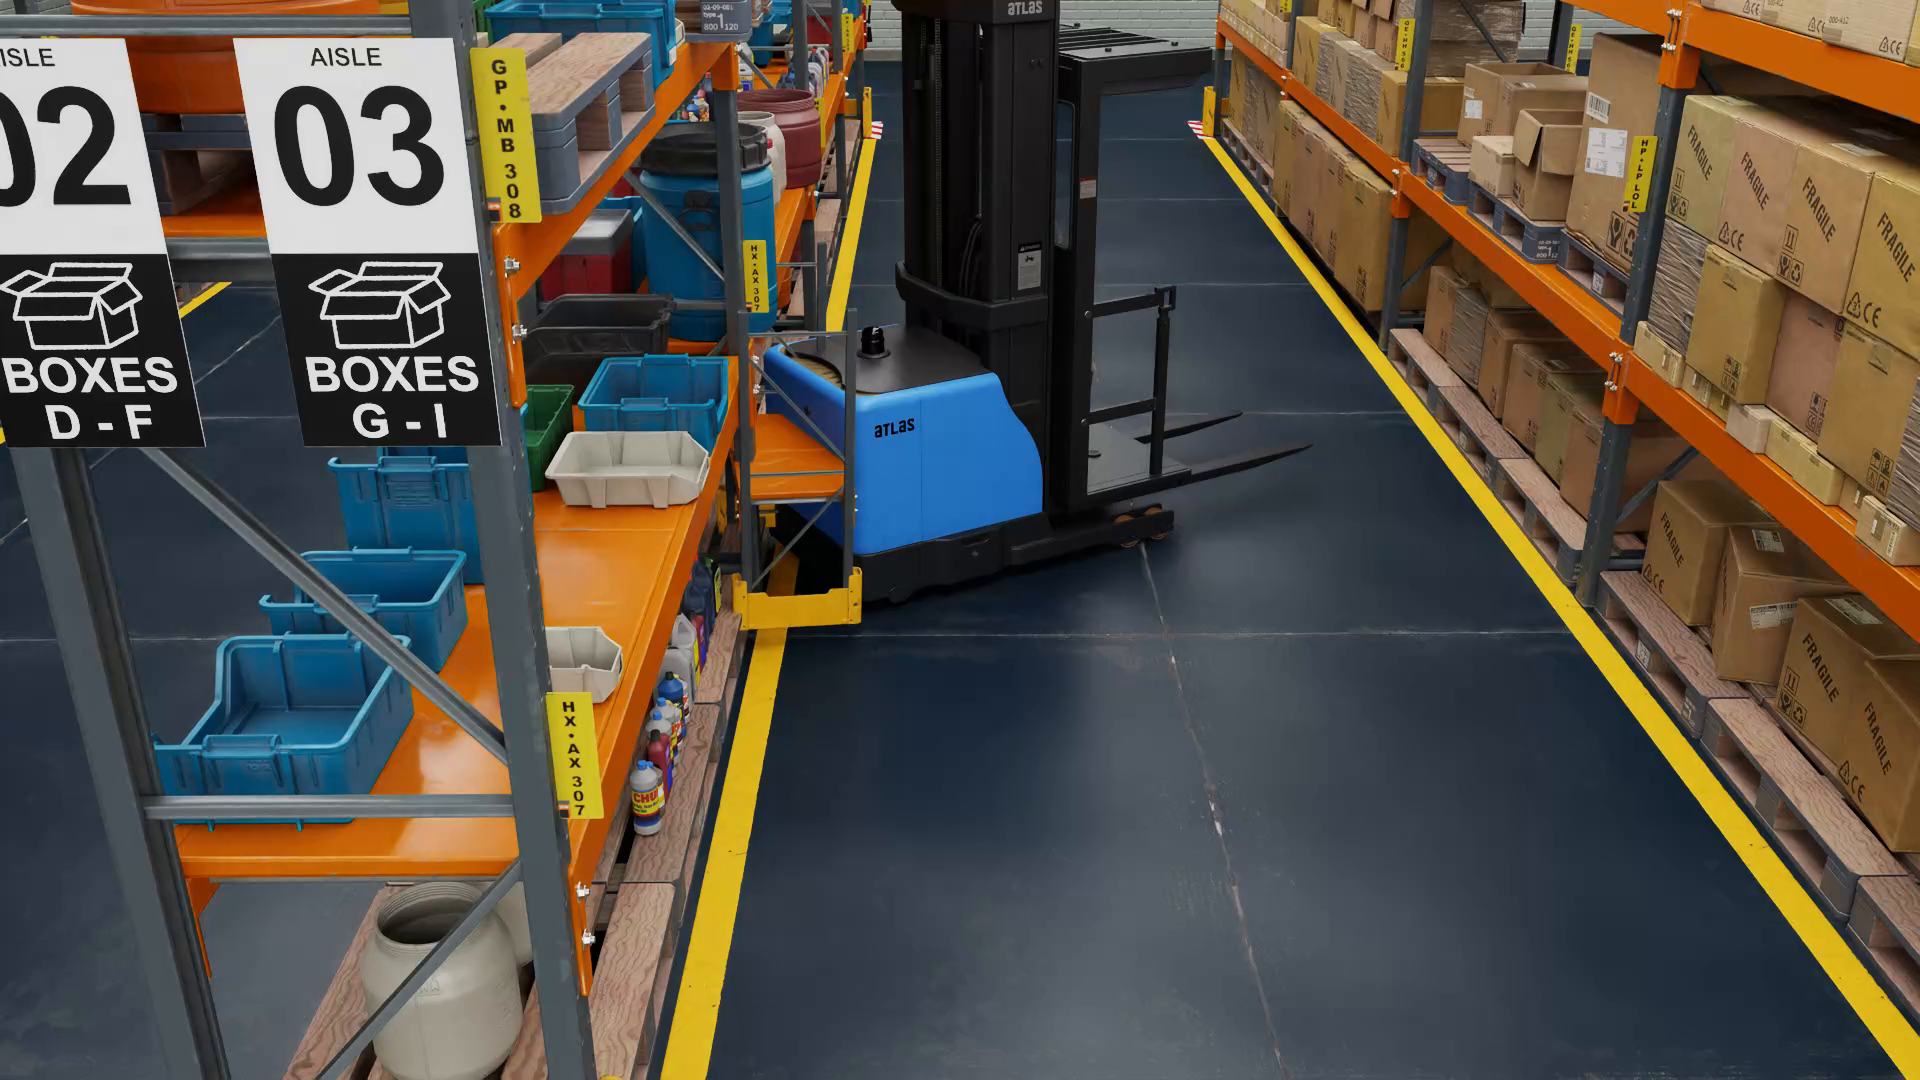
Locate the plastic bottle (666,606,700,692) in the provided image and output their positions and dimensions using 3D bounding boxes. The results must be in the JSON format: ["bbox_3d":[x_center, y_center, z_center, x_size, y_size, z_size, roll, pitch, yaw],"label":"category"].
[{"bbox_3d":[-1.150,0.444,6.809,0.144,0.351,0.185,0,24,-1],"label":"plastic bottle"}]

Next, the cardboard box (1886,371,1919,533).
[{"bbox_3d":[3.479,-0.232,5.141,0.875,0.500,0.500,0,24,-1],"label":"cardboard box"}]

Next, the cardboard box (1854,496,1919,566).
[{"bbox_3d":[3.214,-0.032,5.486,0.380,0.149,0.250,0,24,-1],"label":"cardboard box"}]

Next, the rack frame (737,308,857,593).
[{"bbox_3d":[-0.713,-0.287,7.297,0.500,1.500,0.032,-3,26,-11],"label":"rack frame"}]

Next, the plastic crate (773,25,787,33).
[{"bbox_3d":[-1.858,-4.959,16.321,0.293,0.136,0.466,0,24,-1],"label":"plastic crate"}]

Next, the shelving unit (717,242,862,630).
[{"bbox_3d":[-0.814,-0.511,7.752,0.587,1.500,1.083,-3,26,-11],"label":"shelving unit"}]

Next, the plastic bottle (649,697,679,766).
[{"bbox_3d":[-1.121,0.721,6.292,0.097,0.271,0.097,0,24,0],"label":"plastic bottle"}]

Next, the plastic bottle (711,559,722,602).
[{"bbox_3d":[-1.136,0.184,7.565,0.097,0.201,0.097,0,24,0],"label":"plastic bottle"}]

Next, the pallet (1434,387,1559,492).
[{"bbox_3d":[3.475,-0.615,9.854,1.003,0.211,1.213,0,24,-1],"label":"pallet"}]

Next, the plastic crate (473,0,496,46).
[{"bbox_3d":[-1.706,-1.657,5.392,0.336,0.188,0.450,0,24,-1],"label":"plastic crate"}]

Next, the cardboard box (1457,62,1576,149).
[{"bbox_3d":[3.504,-2.724,10.501,0.500,0.500,0.500,-3,25,-7],"label":"cardboard box"}]

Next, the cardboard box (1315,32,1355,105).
[{"bbox_3d":[3.181,-3.799,13.388,0.500,0.500,0.500,-1,24,-2],"label":"cardboard box"}]

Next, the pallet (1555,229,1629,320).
[{"bbox_3d":[3.639,-1.289,8.193,1.003,0.211,1.213,0,24,-1],"label":"pallet"}]

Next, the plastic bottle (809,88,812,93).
[{"bbox_3d":[-1.143,-3.290,12.526,0.061,0.283,0.133,0,24,-1],"label":"plastic bottle"}]

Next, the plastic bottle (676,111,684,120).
[{"bbox_3d":[-1.926,-2.799,11.439,0.061,0.283,0.133,0,24,-1],"label":"plastic bottle"}]

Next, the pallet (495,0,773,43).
[{"bbox_3d":[-1.346,-2.022,6.171,1.213,0.211,1.003,0,24,-1],"label":"pallet"}]

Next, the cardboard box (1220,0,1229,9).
[{"bbox_3d":[3.106,-5.874,17.918,0.500,0.250,0.500,-1,24,-2],"label":"cardboard box"}]

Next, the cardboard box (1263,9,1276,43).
[{"bbox_3d":[3.139,-4.819,15.585,0.500,0.250,0.500,0,24,1],"label":"cardboard box"}]

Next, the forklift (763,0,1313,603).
[{"bbox_3d":[0.533,-1.468,8.440,3.031,2.935,1.130,-14,28,-28],"label":"forklift"}]

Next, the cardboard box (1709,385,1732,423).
[{"bbox_3d":[3.235,-0.548,6.626,0.380,0.149,0.250,0,24,-1],"label":"cardboard box"}]

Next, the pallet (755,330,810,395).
[{"bbox_3d":[-1.525,-1.097,10.919,1.003,0.211,1.213,0,24,-1],"label":"pallet"}]

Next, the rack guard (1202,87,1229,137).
[{"bbox_3d":[3.370,-4.877,18.926,1.175,0.500,0.348,0,24,-1],"label":"rack guard"}]

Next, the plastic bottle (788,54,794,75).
[{"bbox_3d":[-1.343,-3.859,13.701,0.144,0.351,0.185,0,24,-1],"label":"plastic bottle"}]

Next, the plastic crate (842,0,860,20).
[{"bbox_3d":[-1.392,-5.890,18.017,0.616,0.435,0.499,0,24,-1],"label":"plastic crate"}]

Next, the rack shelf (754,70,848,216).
[{"bbox_3d":[-1.517,-3.183,13.021,1.077,0.370,4.000,0,24,-1],"label":"rack shelf"}]

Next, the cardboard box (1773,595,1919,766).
[{"bbox_3d":[3.565,0.543,6.433,0.500,0.500,0.500,-2,24,-5],"label":"cardboard box"}]

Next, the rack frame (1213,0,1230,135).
[{"bbox_3d":[3.371,-6.006,18.389,1.000,3.000,0.127,0,24,-1],"label":"rack frame"}]

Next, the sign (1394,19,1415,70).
[{"bbox_3d":[2.903,-3.233,10.853,0.100,0.325,0.005,0,24,-1],"label":"sign"}]

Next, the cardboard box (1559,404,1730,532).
[{"bbox_3d":[3.516,-0.376,8.440,0.700,0.500,0.500,-2,24,-5],"label":"cardboard box"}]

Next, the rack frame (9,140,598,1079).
[{"bbox_3d":[-1.408,0.610,3.762,1.000,3.000,0.127,0,24,-1],"label":"rack frame"}]

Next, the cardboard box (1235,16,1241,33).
[{"bbox_3d":[3.058,-5.320,17.178,0.380,0.149,0.250,-1,24,-2],"label":"cardboard box"}]

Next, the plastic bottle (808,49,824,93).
[{"bbox_3d":[-1.199,-3.859,13.703,0.144,0.351,0.185,0,24,-1],"label":"plastic bottle"}]

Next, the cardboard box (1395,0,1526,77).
[{"bbox_3d":[3.466,-3.513,11.539,0.797,0.503,0.637,1,24,1],"label":"cardboard box"}]

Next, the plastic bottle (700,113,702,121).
[{"bbox_3d":[-1.915,-3.024,12.038,0.097,0.201,0.097,0,24,0],"label":"plastic bottle"}]

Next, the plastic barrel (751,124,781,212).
[{"bbox_3d":[-1.265,-2.141,9.709,0.421,0.512,0.421,0,24,0],"label":"plastic barrel"}]

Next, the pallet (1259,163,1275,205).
[{"bbox_3d":[3.484,-3.401,16.013,1.003,0.211,1.213,0,24,-1],"label":"pallet"}]

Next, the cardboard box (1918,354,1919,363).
[{"bbox_3d":[3.278,-0.687,4.933,0.500,0.500,0.500,0,24,-1],"label":"cardboard box"}]

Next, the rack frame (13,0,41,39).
[{"bbox_3d":[-6.448,-2.666,11.005,1.000,3.000,0.127,0,24,-1],"label":"rack frame"}]

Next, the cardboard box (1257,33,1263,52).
[{"bbox_3d":[3.072,-4.791,16.008,0.380,0.149,0.250,0,24,0],"label":"cardboard box"}]

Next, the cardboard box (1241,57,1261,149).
[{"bbox_3d":[3.468,-4.591,17.329,0.875,0.875,0.875,0,24,-1],"label":"cardboard box"}]

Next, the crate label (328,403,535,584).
[{"bbox_3d":[-1.698,-0.164,5.429,0.502,0.435,0.616,0,24,-1],"label":"crate label"}]

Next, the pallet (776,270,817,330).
[{"bbox_3d":[-1.545,-1.741,12.343,1.003,0.211,1.213,0,24,-1],"label":"pallet"}]

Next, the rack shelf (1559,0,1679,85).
[{"bbox_3d":[3.480,-2.924,8.808,1.077,0.370,4.000,0,24,-1],"label":"rack shelf"}]

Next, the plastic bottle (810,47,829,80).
[{"bbox_3d":[-1.211,-4.118,14.365,0.152,0.276,0.135,0,24,-1],"label":"plastic bottle"}]

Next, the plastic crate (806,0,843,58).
[{"bbox_3d":[-1.297,-4.761,15.486,0.402,0.464,0.583,0,24,-1],"label":"plastic crate"}]

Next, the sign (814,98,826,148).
[{"bbox_3d":[-0.945,-2.767,11.029,0.100,0.325,0.005,0,24,-1],"label":"sign"}]

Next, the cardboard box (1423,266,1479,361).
[{"bbox_3d":[3.485,-1.495,10.914,0.700,0.500,0.500,-2,24,-3],"label":"cardboard box"}]

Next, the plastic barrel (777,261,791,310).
[{"bbox_3d":[-1.517,-2.091,11.857,0.600,0.830,0.708,0,24,-1],"label":"plastic barrel"}]

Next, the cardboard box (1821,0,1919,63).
[{"bbox_3d":[3.256,-1.750,5.521,0.500,0.250,0.500,-1,24,-3],"label":"cardboard box"}]
